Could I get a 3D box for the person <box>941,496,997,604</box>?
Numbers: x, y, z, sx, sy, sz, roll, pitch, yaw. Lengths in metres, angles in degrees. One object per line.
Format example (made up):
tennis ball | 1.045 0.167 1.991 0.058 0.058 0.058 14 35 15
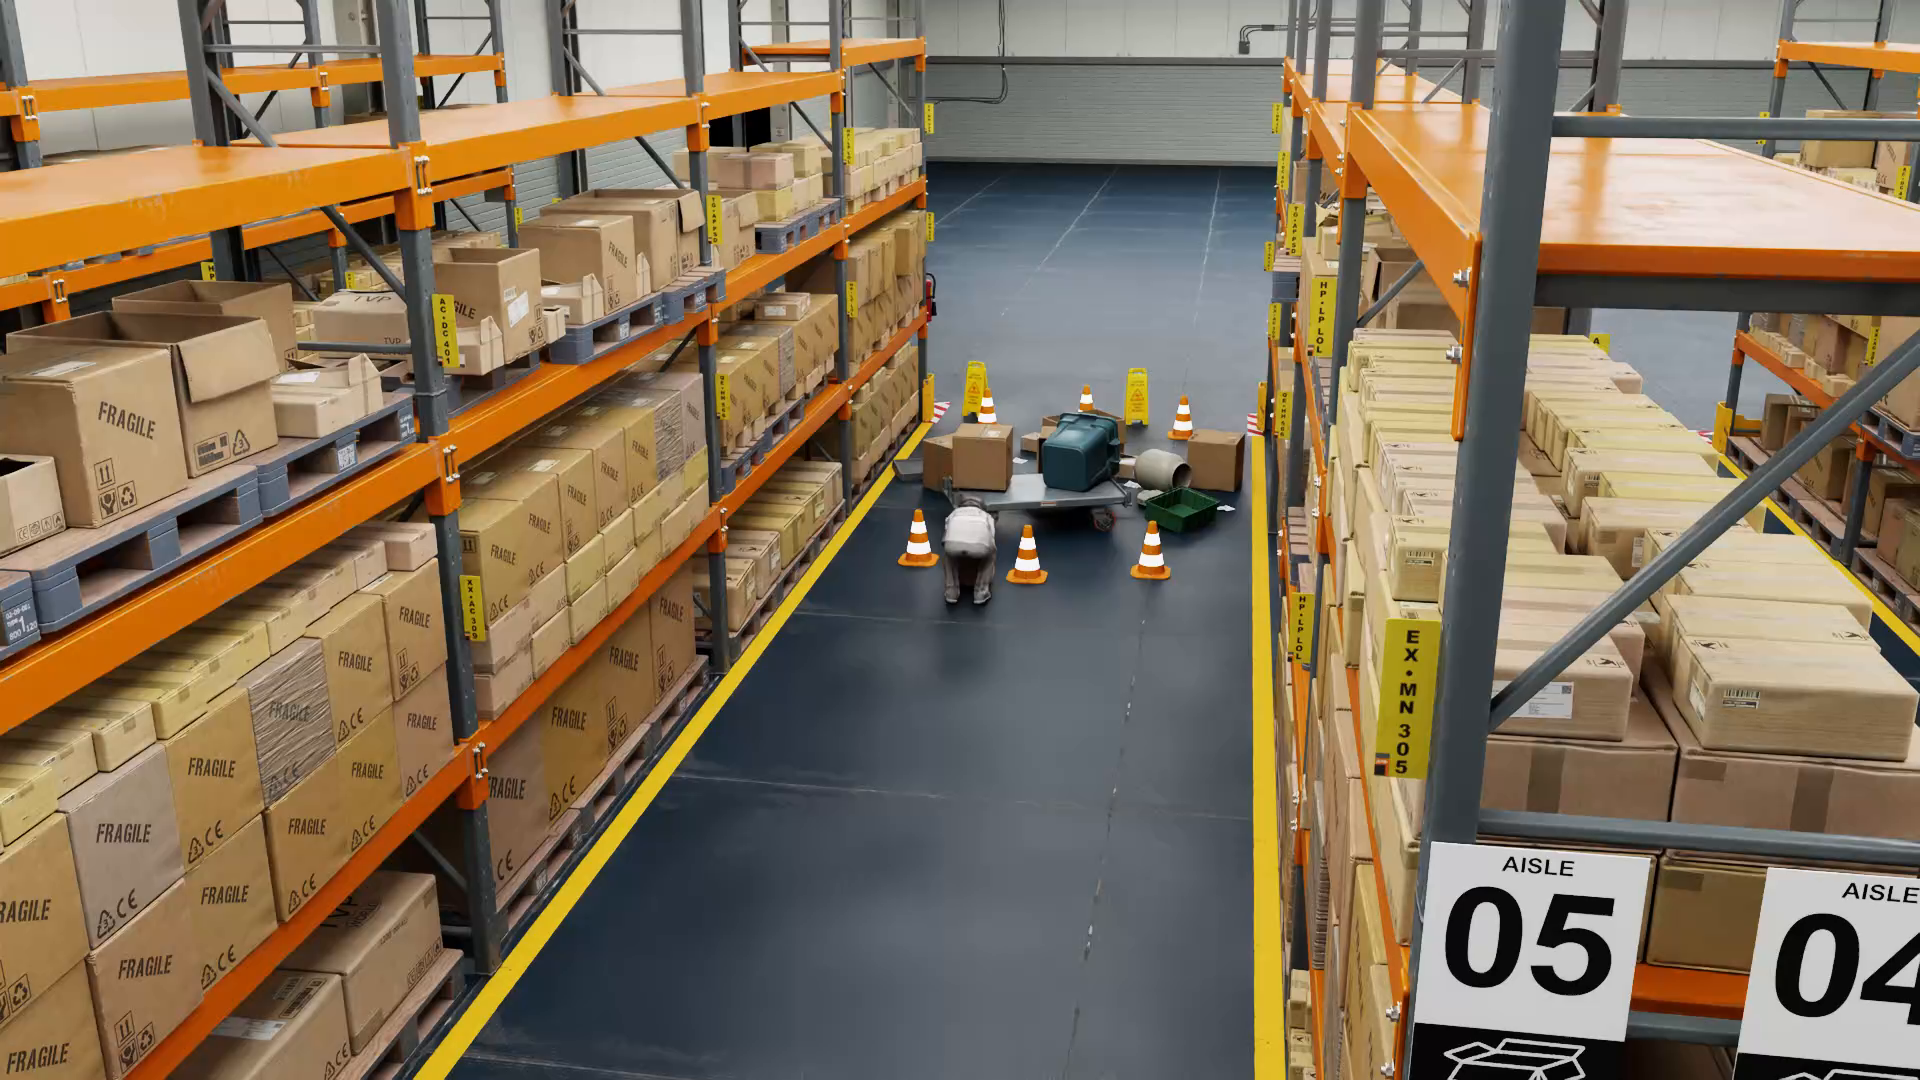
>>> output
person | 0.079 0.095 13.773 0.458 0.761 0.914 2 18 7
